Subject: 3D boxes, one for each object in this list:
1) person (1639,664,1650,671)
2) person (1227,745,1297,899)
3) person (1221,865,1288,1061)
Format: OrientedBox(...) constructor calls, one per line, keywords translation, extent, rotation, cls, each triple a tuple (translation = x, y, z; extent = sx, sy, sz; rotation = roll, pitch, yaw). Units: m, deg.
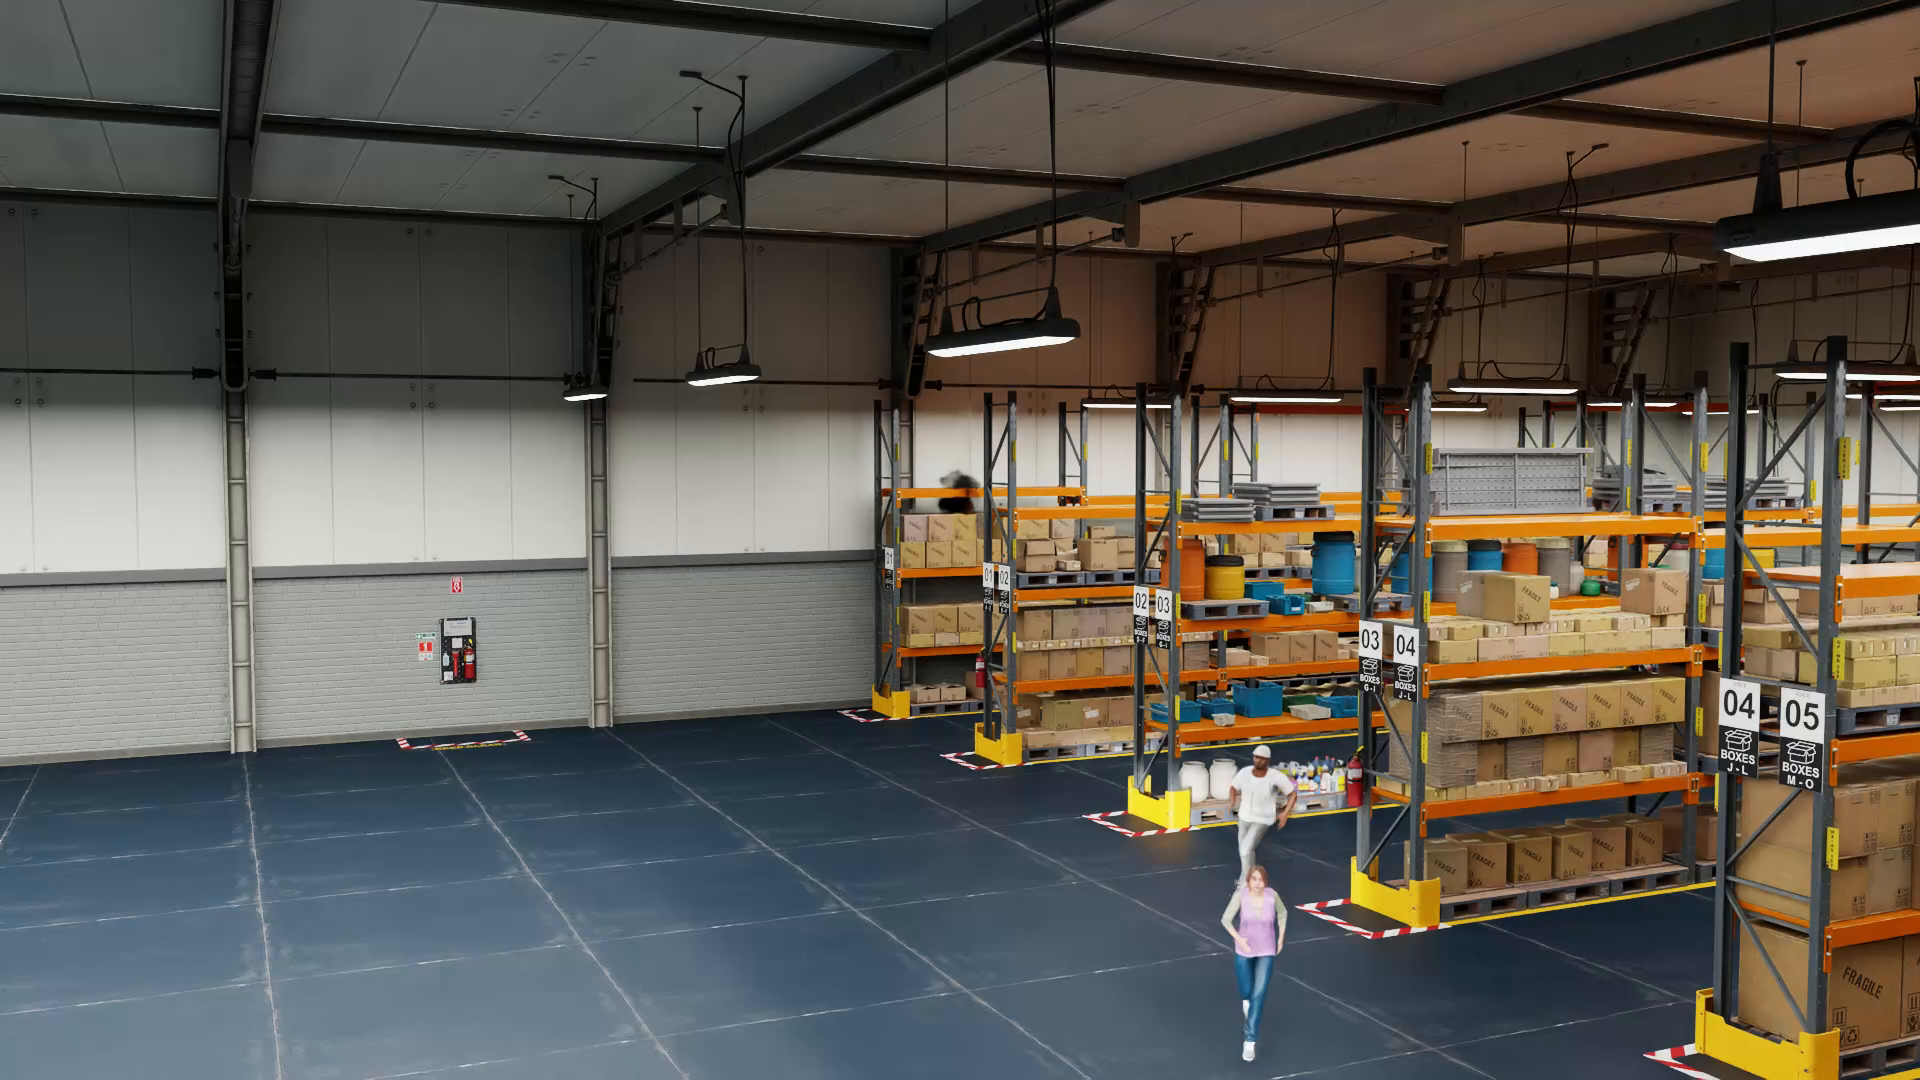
OrientedBox(translation=(12.303, 2.542, 30.198), extent=(0.581, 1.734, 0.693), rotation=(-2, 4, -28), cls="person")
OrientedBox(translation=(3.379, 3.208, 18.917), extent=(0.764, 1.778, 0.676), rotation=(3, 5, 44), cls="person")
OrientedBox(translation=(2.529, 3.547, 14.282), extent=(0.565, 1.589, 0.878), rotation=(0, 3, 7), cls="person")
